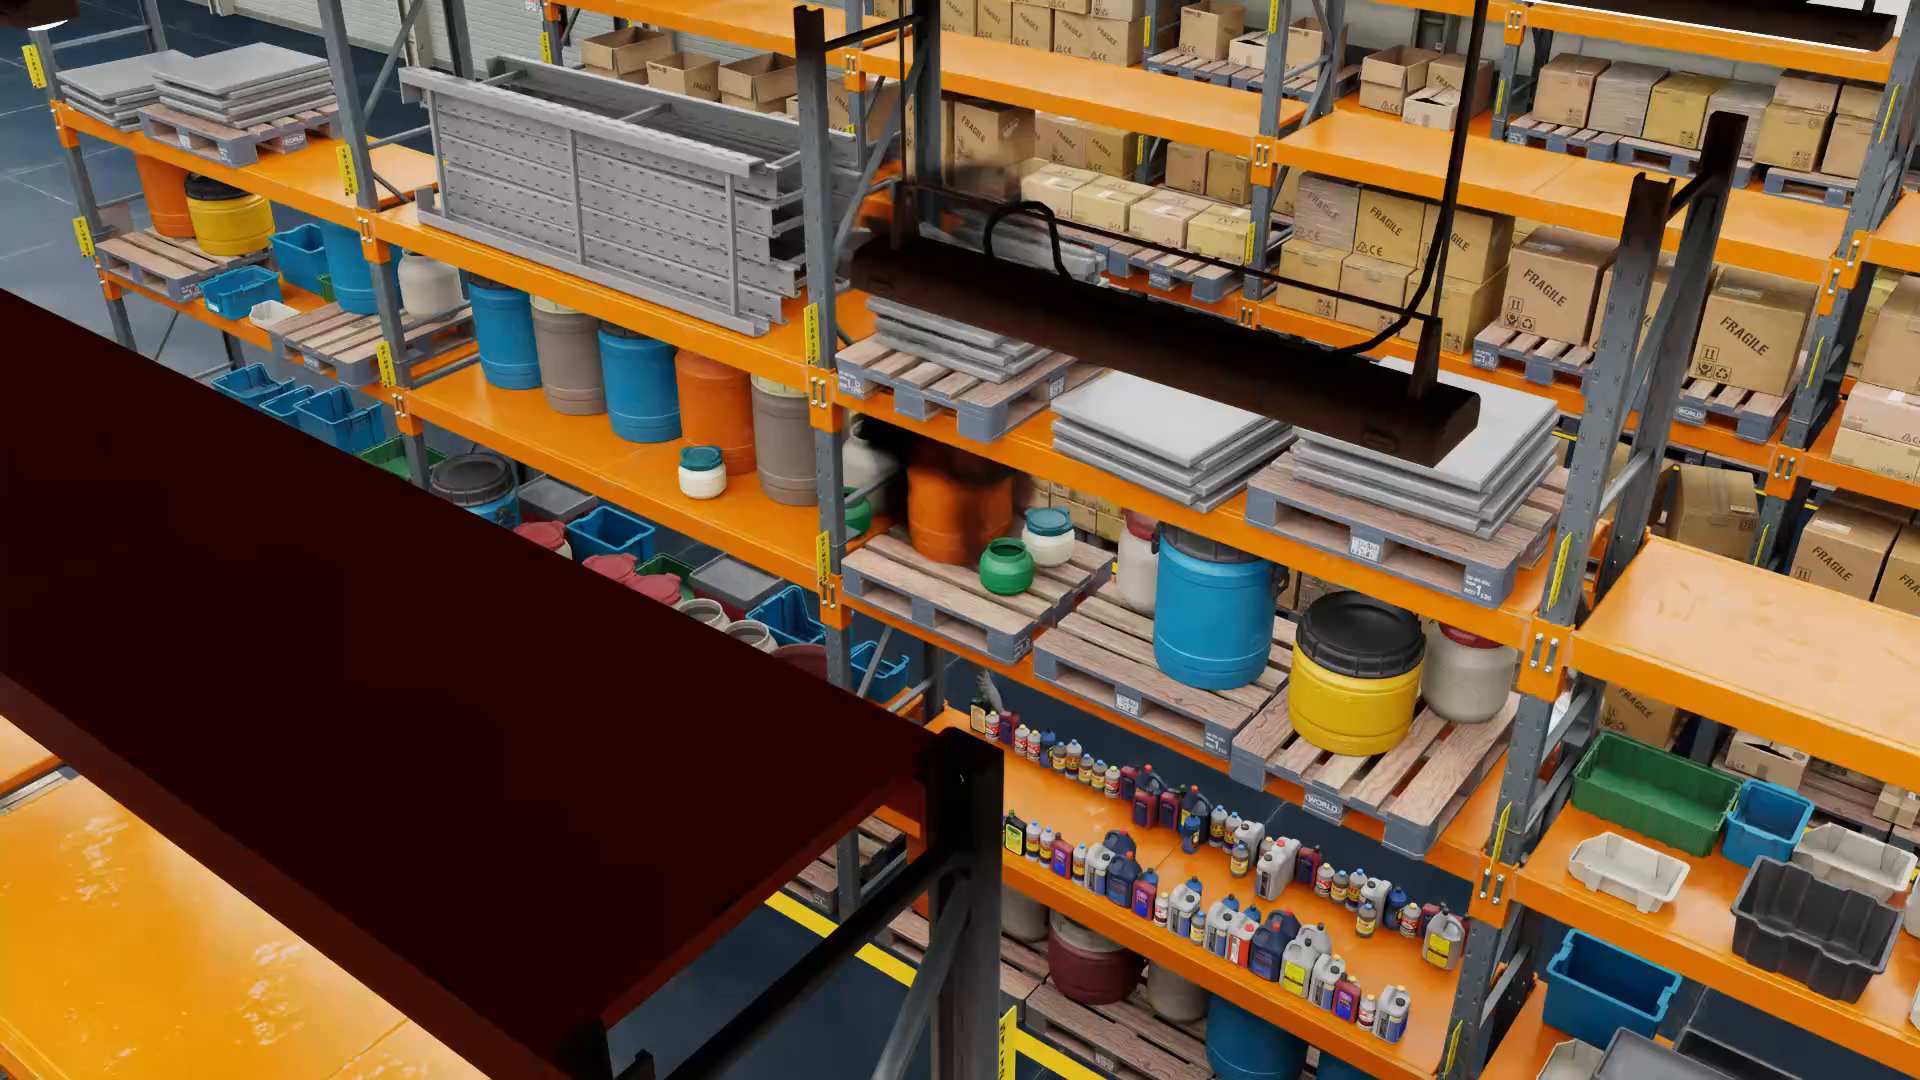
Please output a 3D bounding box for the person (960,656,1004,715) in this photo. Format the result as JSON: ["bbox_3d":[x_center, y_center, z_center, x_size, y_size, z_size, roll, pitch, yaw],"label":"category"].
[{"bbox_3d":[0.131,0.673,12.569,0.640,1.680,0.628,23,38,32],"label":"person"}]

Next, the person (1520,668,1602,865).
[{"bbox_3d":[3.872,1.484,11.172,0.735,1.821,0.648,15,35,23],"label":"person"}]
